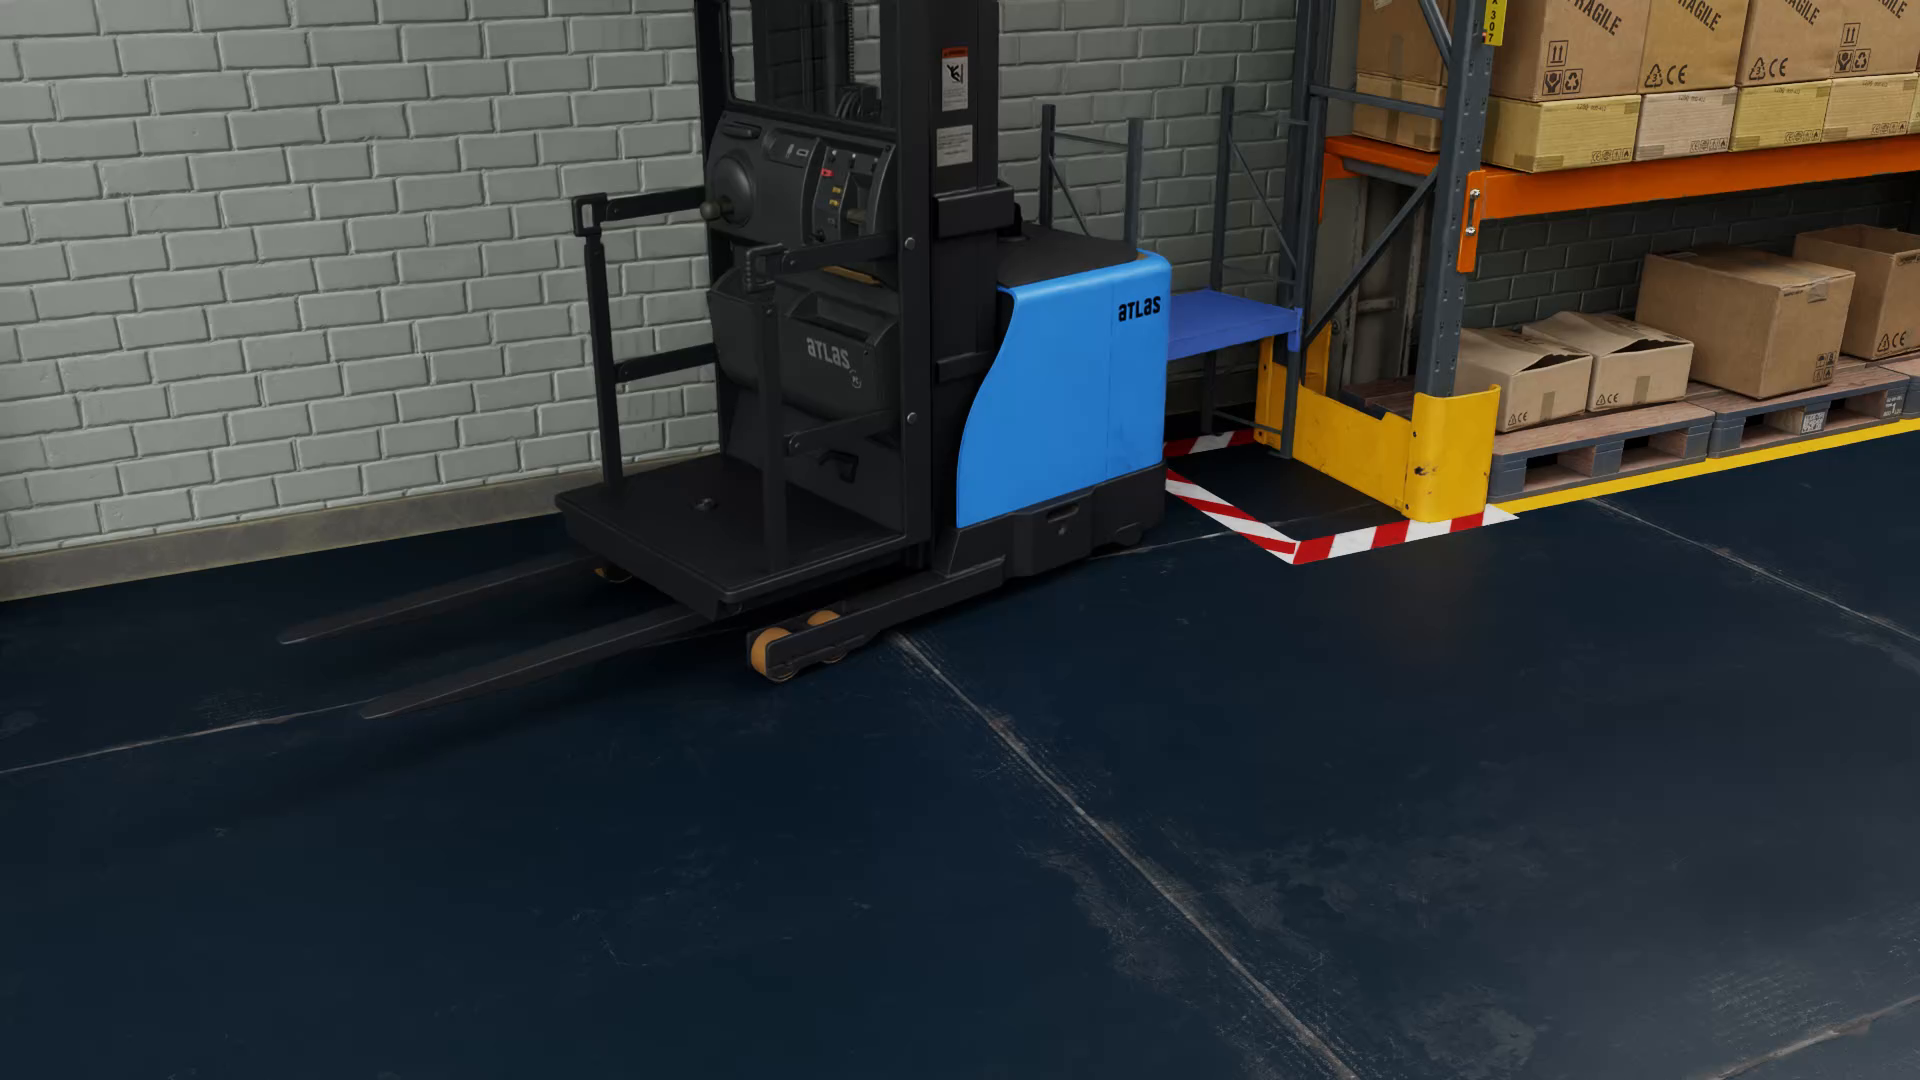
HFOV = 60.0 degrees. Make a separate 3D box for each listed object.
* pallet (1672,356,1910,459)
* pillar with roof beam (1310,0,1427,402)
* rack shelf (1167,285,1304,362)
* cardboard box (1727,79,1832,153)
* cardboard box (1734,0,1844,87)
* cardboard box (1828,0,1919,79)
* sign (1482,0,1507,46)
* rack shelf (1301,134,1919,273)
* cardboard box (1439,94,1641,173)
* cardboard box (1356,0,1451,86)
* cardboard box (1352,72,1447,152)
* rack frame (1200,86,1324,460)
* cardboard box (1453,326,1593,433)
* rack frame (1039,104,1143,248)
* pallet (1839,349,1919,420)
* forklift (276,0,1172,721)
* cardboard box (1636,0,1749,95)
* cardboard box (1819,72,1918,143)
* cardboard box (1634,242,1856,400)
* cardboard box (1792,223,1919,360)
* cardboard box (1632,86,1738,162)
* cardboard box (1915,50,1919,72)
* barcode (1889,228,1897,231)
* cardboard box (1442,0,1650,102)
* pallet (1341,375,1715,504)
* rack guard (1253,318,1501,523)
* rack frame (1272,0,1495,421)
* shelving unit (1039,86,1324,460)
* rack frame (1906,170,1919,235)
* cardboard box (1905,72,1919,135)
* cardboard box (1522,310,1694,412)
[{"bbox_3d":[3.525,-0.709,7.686,1.213,0.211,1.003,-10,25,-24],"label":"pallet"},{"bbox_3d":[3.734,-3.363,2.610,0.400,9.000,9.100,-10,25,-24],"label":"pillar with roof beam"},{"bbox_3d":[0.861,-0.826,6.745,1.000,0.185,0.538,-17,28,-37],"label":"rack shelf"},{"bbox_3d":[3.112,-1.746,6.716,0.500,0.250,0.500,-11,25,-24],"label":"cardboard box"},{"bbox_3d":[3.090,-2.085,6.555,0.500,0.500,0.500,-11,25,-25],"label":"cardboard box"},{"bbox_3d":[3.550,-2.175,6.771,0.500,0.500,0.500,-10,24,-22],"label":"cardboard box"},{"bbox_3d":[1.847,-1.874,5.723,0.005,0.325,0.100,-10,25,-24],"label":"sign"},{"bbox_3d":[3.414,-1.660,7.280,4.000,0.370,1.077,-10,25,-24],"label":"rack shelf"},{"bbox_3d":[2.189,-1.572,6.297,0.500,0.250,0.500,-11,25,-25],"label":"cardboard box"},{"bbox_3d":[1.944,-2.099,6.588,0.500,0.500,0.500,-11,25,-24],"label":"cardboard box"},{"bbox_3d":[1.949,-1.745,6.714,0.500,0.250,0.500,-10,25,-23],"label":"cardboard box"},{"bbox_3d":[1.251,-1.112,6.984,0.032,1.500,0.500,-17,28,-37],"label":"rack frame"},{"bbox_3d":[2.274,-0.706,6.973,0.500,0.311,0.500,-14,26,-30],"label":"cardboard box"},{"bbox_3d":[0.474,-0.875,6.372,0.032,1.500,0.500,-17,28,-37],"label":"rack frame"},{"bbox_3d":[4.626,-0.912,8.178,1.213,0.211,1.003,-10,25,-24],"label":"pallet"},{"bbox_3d":[-0.679,-1.139,5.169,3.031,2.935,1.130,-18,29,-37],"label":"forklift"},{"bbox_3d":[2.622,-2.002,6.353,0.500,0.500,0.500,-10,25,-23],"label":"cardboard box"},{"bbox_3d":[3.569,-1.829,6.917,0.500,0.250,0.500,-10,25,-23],"label":"cardboard box"},{"bbox_3d":[3.471,-0.992,7.418,0.500,0.500,0.700,-12,25,-27],"label":"cardboard box"},{"bbox_3d":[4.298,-1.187,7.888,0.500,0.500,0.500,-12,26,-28],"label":"cardboard box"},{"bbox_3d":[2.651,-1.663,6.517,0.500,0.250,0.500,-11,25,-25],"label":"cardboard box"},{"bbox_3d":[4.018,-2.261,6.980,0.500,0.500,0.500,-11,25,-25],"label":"cardboard box"},{"bbox_3d":[4.625,-1.514,8.260,0.075,0.075,0.001,-10,25,-24],"label":"barcode"},{"bbox_3d":[2.172,-1.923,6.163,0.500,0.500,0.500,-10,25,-24],"label":"cardboard box"},{"bbox_3d":[2.427,-0.508,7.201,1.213,0.211,1.003,-10,25,-24],"label":"pallet"},{"bbox_3d":[1.680,-0.519,6.849,0.348,0.500,1.175,-10,25,-24],"label":"rack guard"},{"bbox_3d":[1.612,-1.661,6.341,0.127,3.000,1.000,-10,25,-24],"label":"rack frame"},{"bbox_3d":[0.863,-0.993,6.678,1.048,1.500,0.538,-17,28,-37],"label":"shelving unit"},{"bbox_3d":[5.216,-2.324,7.944,0.127,3.000,1.000,-10,25,-24],"label":"rack frame"},{"bbox_3d":[4.022,-1.913,7.119,0.500,0.250,0.500,-11,25,-24],"label":"cardboard box"},{"bbox_3d":[2.788,-0.800,7.202,0.500,0.311,0.500,-8,24,-19],"label":"cardboard box"}]
